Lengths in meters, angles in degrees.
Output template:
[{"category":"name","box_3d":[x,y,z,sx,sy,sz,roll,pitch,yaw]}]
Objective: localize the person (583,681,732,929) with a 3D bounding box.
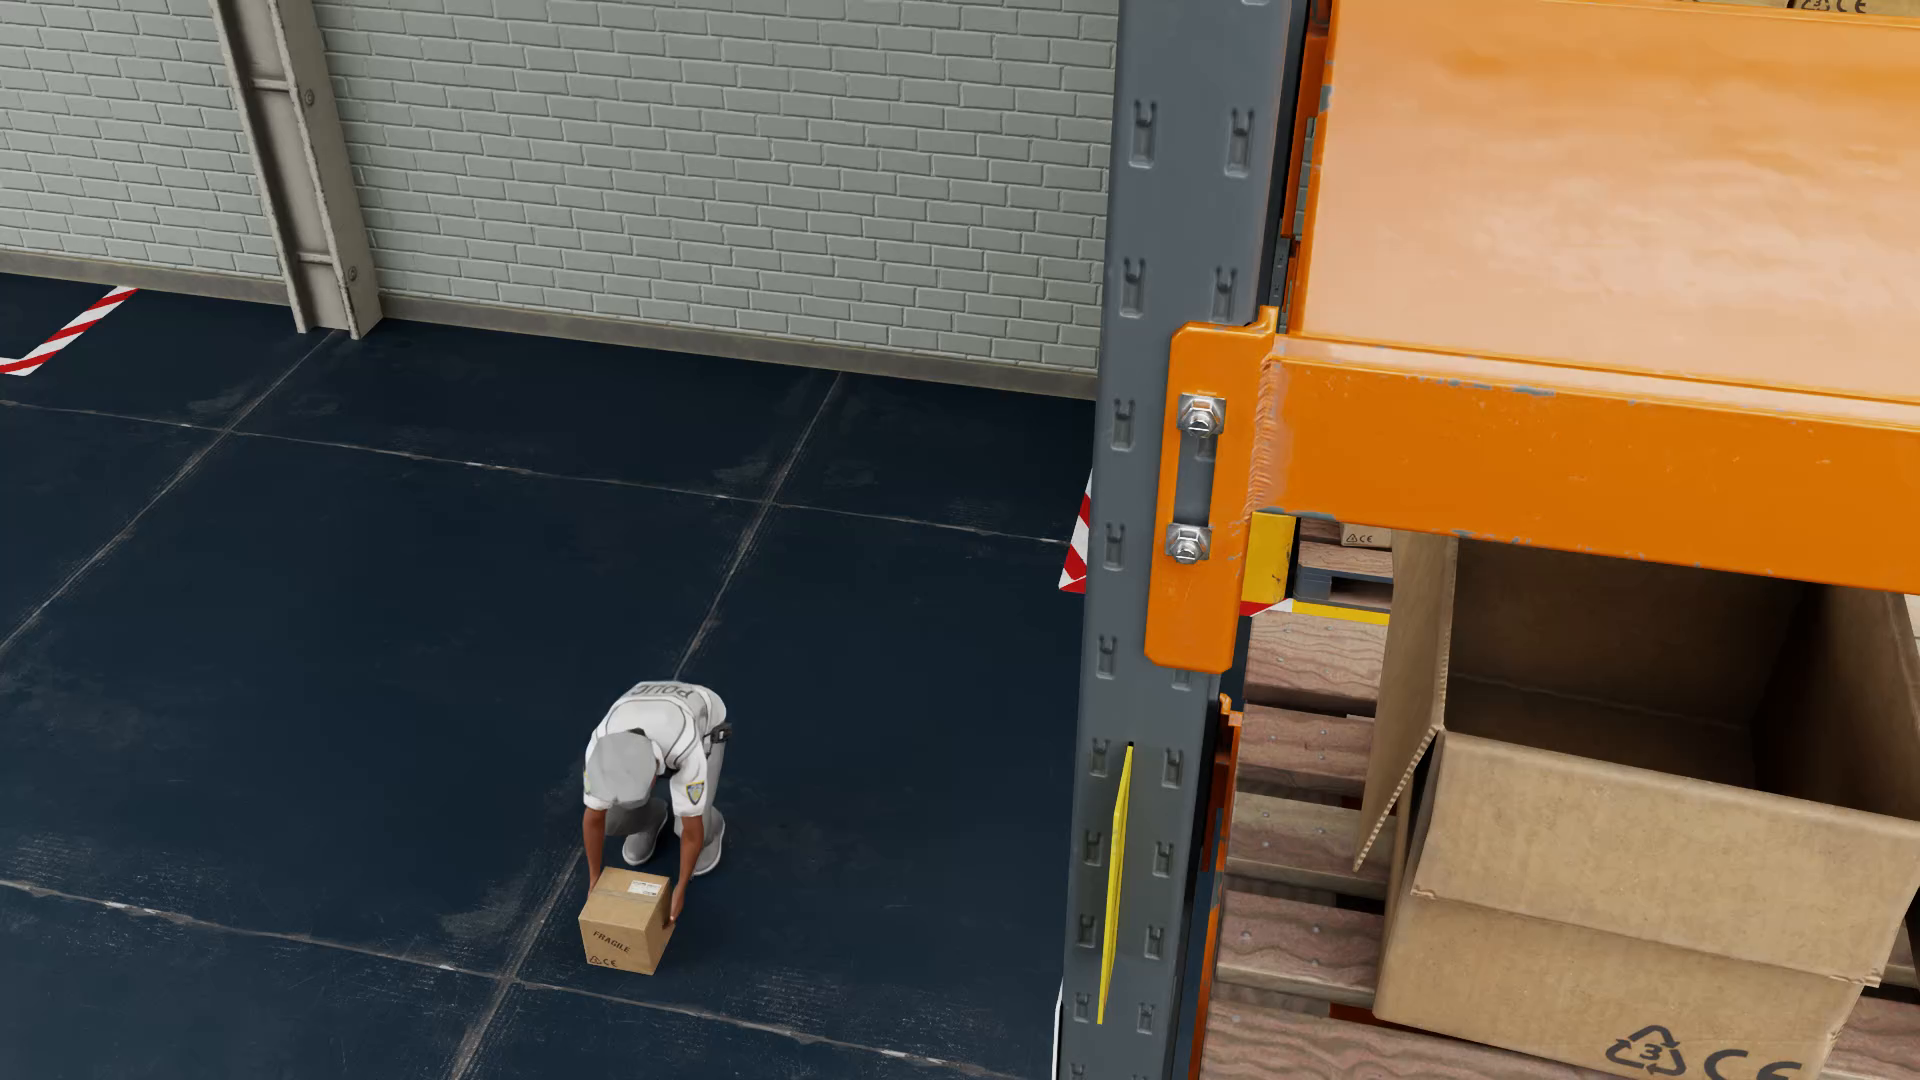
[{"category":"person","box_3d":[-1.106,0.886,6.068,0.484,0.947,0.861,7,37,10]}]
